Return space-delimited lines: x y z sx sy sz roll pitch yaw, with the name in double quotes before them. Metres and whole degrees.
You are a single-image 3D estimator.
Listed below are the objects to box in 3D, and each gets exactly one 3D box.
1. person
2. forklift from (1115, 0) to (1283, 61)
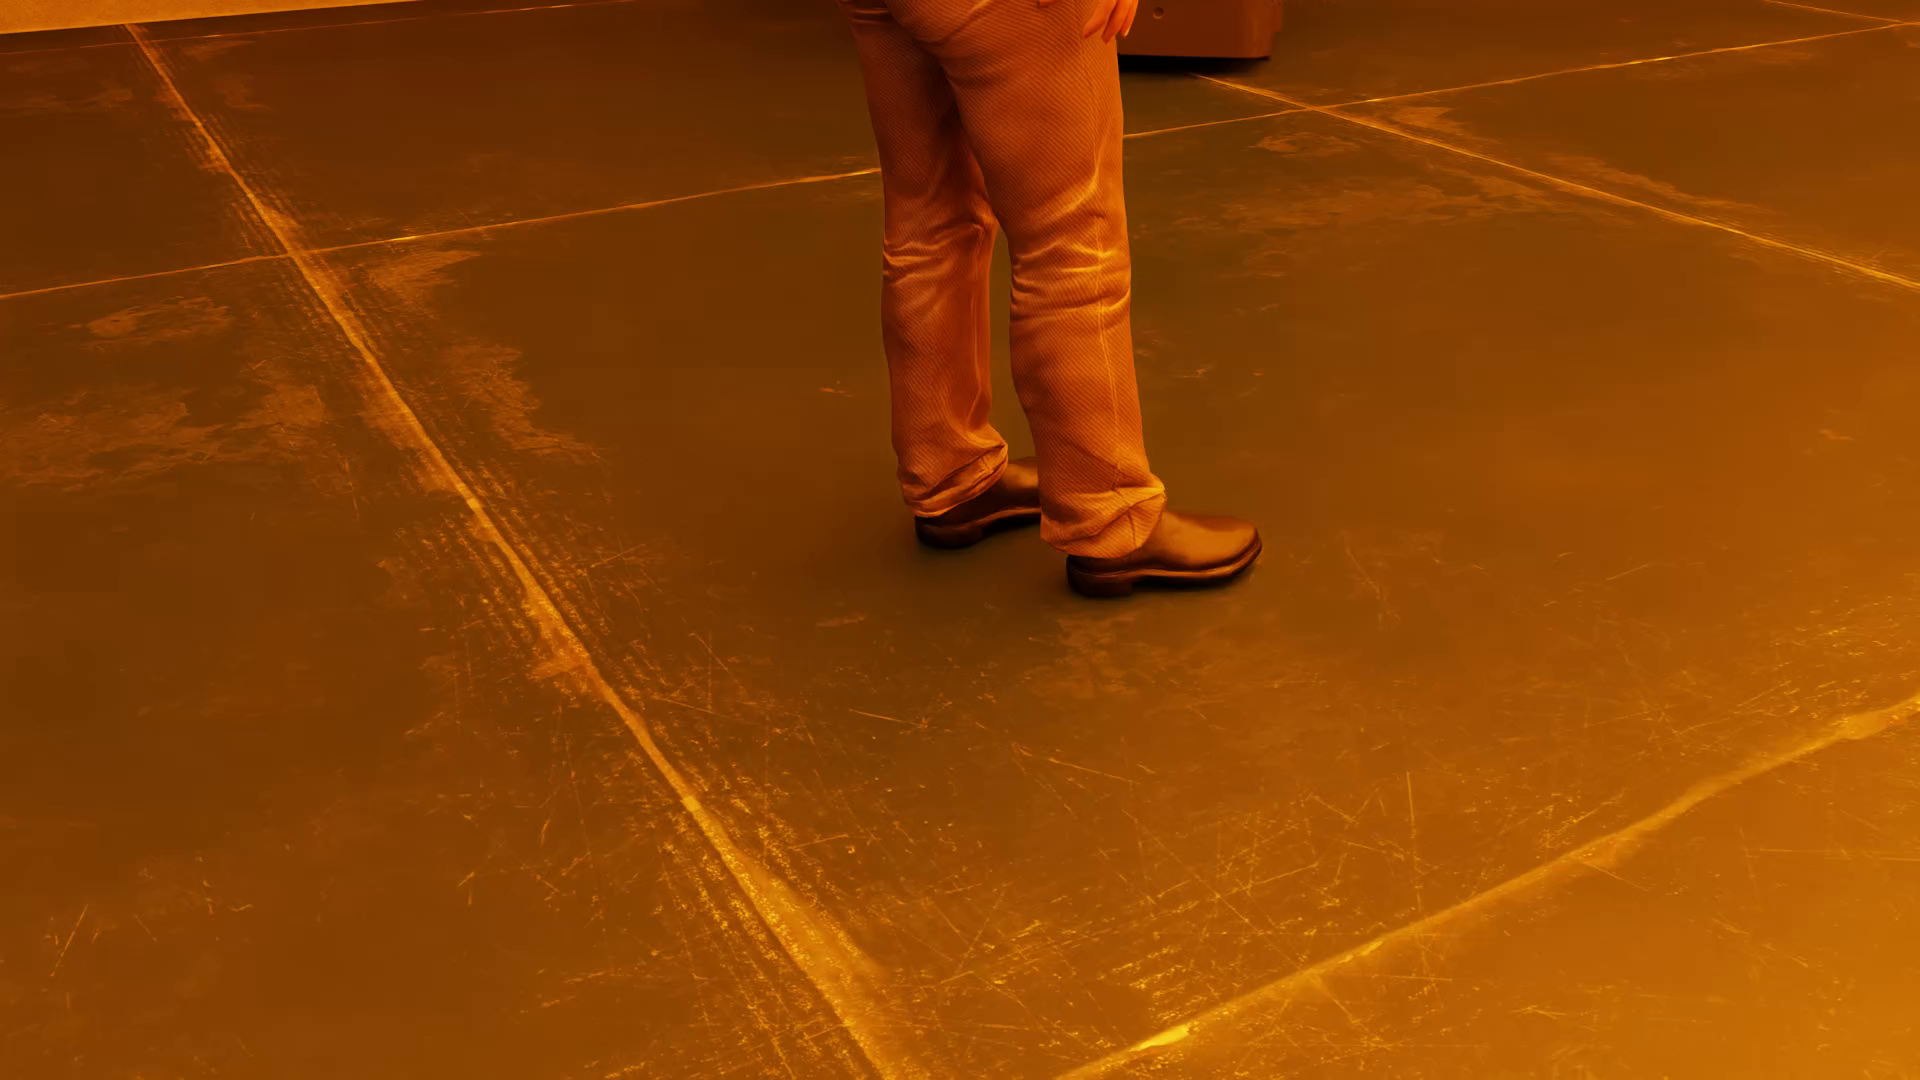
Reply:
"person" 0.058 -0.785 2.128 0.568 1.720 0.632 -15 30 -26
"forklift" 0.729 -3.527 6.213 1.130 2.935 3.031 4 27 8
